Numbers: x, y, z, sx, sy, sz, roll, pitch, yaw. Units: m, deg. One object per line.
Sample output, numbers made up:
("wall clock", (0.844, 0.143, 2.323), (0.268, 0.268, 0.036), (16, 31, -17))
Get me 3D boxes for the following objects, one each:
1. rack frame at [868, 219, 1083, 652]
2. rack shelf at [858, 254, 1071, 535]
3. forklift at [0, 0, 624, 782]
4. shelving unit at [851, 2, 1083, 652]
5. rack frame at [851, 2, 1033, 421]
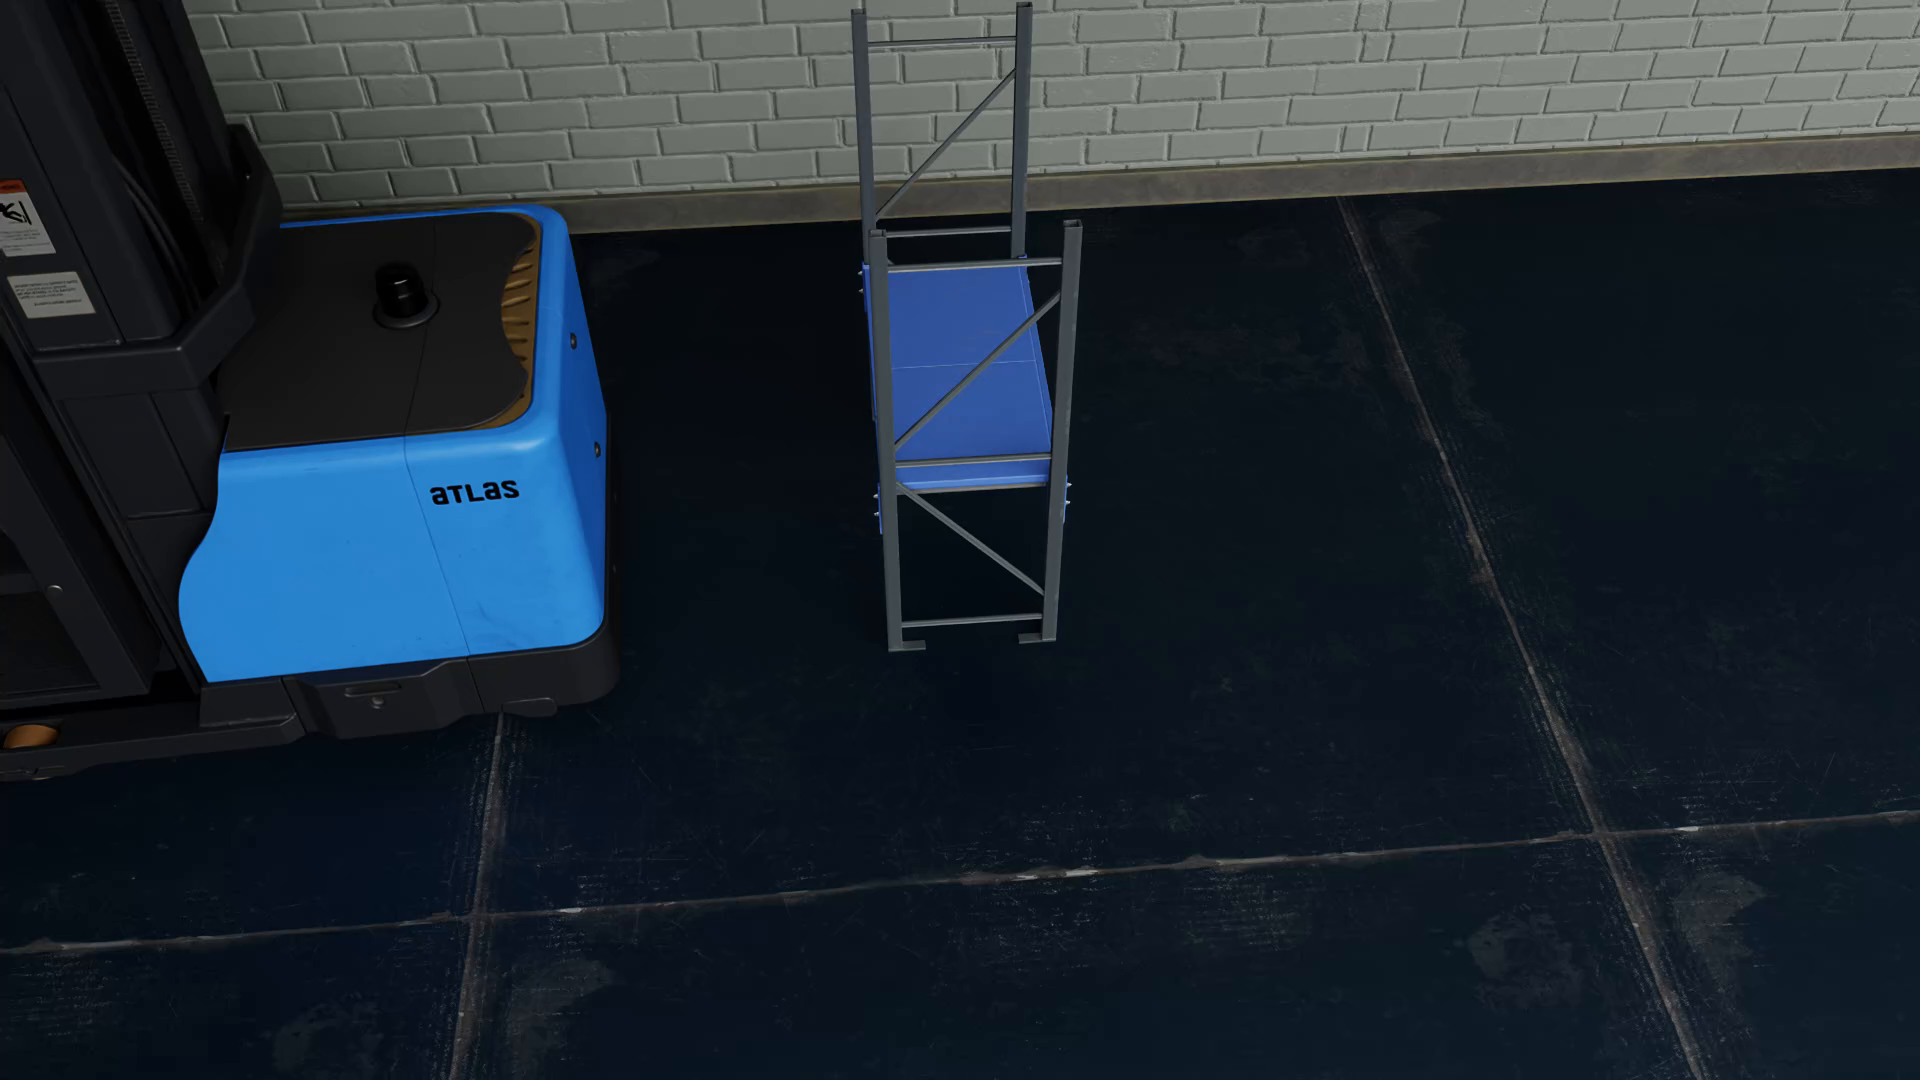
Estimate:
("rack frame", (0.035, -0.210, 4.416), (0.500, 1.500, 0.032), (-3, 47, -3))
("rack shelf", (-0.007, -0.454, 4.895), (0.538, 0.185, 1.000), (-3, 47, -3))
("forklift", (-2.527, -0.735, 3.927), (3.031, 2.935, 1.130), (-6, 47, -5))
("shelving unit", (-0.007, -0.577, 4.764), (0.538, 1.500, 1.048), (-3, 47, -3))
("rack frame", (-0.050, -0.945, 5.112), (0.500, 1.500, 0.032), (-3, 47, -3))
